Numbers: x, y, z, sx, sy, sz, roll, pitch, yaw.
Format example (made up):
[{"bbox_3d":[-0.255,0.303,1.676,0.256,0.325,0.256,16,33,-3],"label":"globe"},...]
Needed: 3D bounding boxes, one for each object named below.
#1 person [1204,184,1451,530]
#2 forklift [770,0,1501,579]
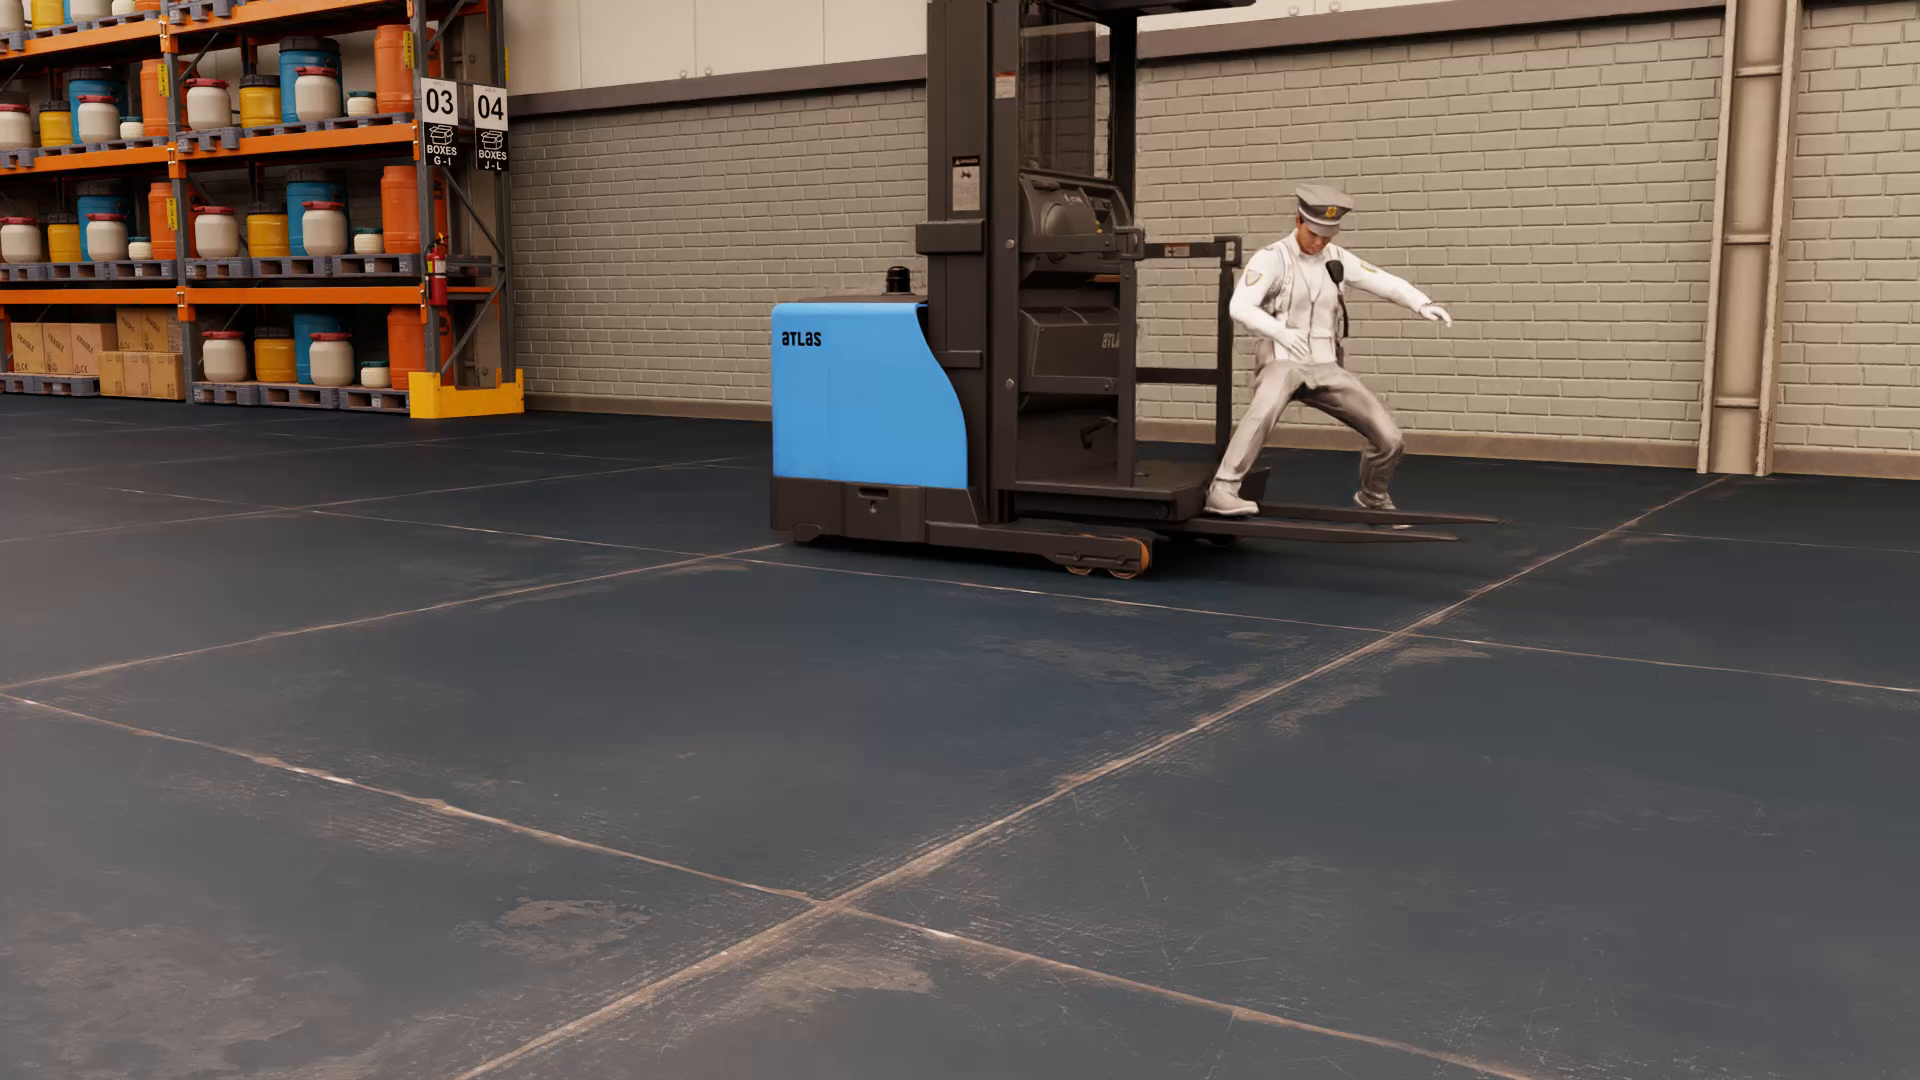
[{"bbox_3d":[1.511,-0.722,6.886,1.211,1.485,0.811,-2,8,-16],"label":"person"},{"bbox_3d":[0.677,-1.382,6.908,3.031,2.935,1.130,5,9,31],"label":"forklift"}]
